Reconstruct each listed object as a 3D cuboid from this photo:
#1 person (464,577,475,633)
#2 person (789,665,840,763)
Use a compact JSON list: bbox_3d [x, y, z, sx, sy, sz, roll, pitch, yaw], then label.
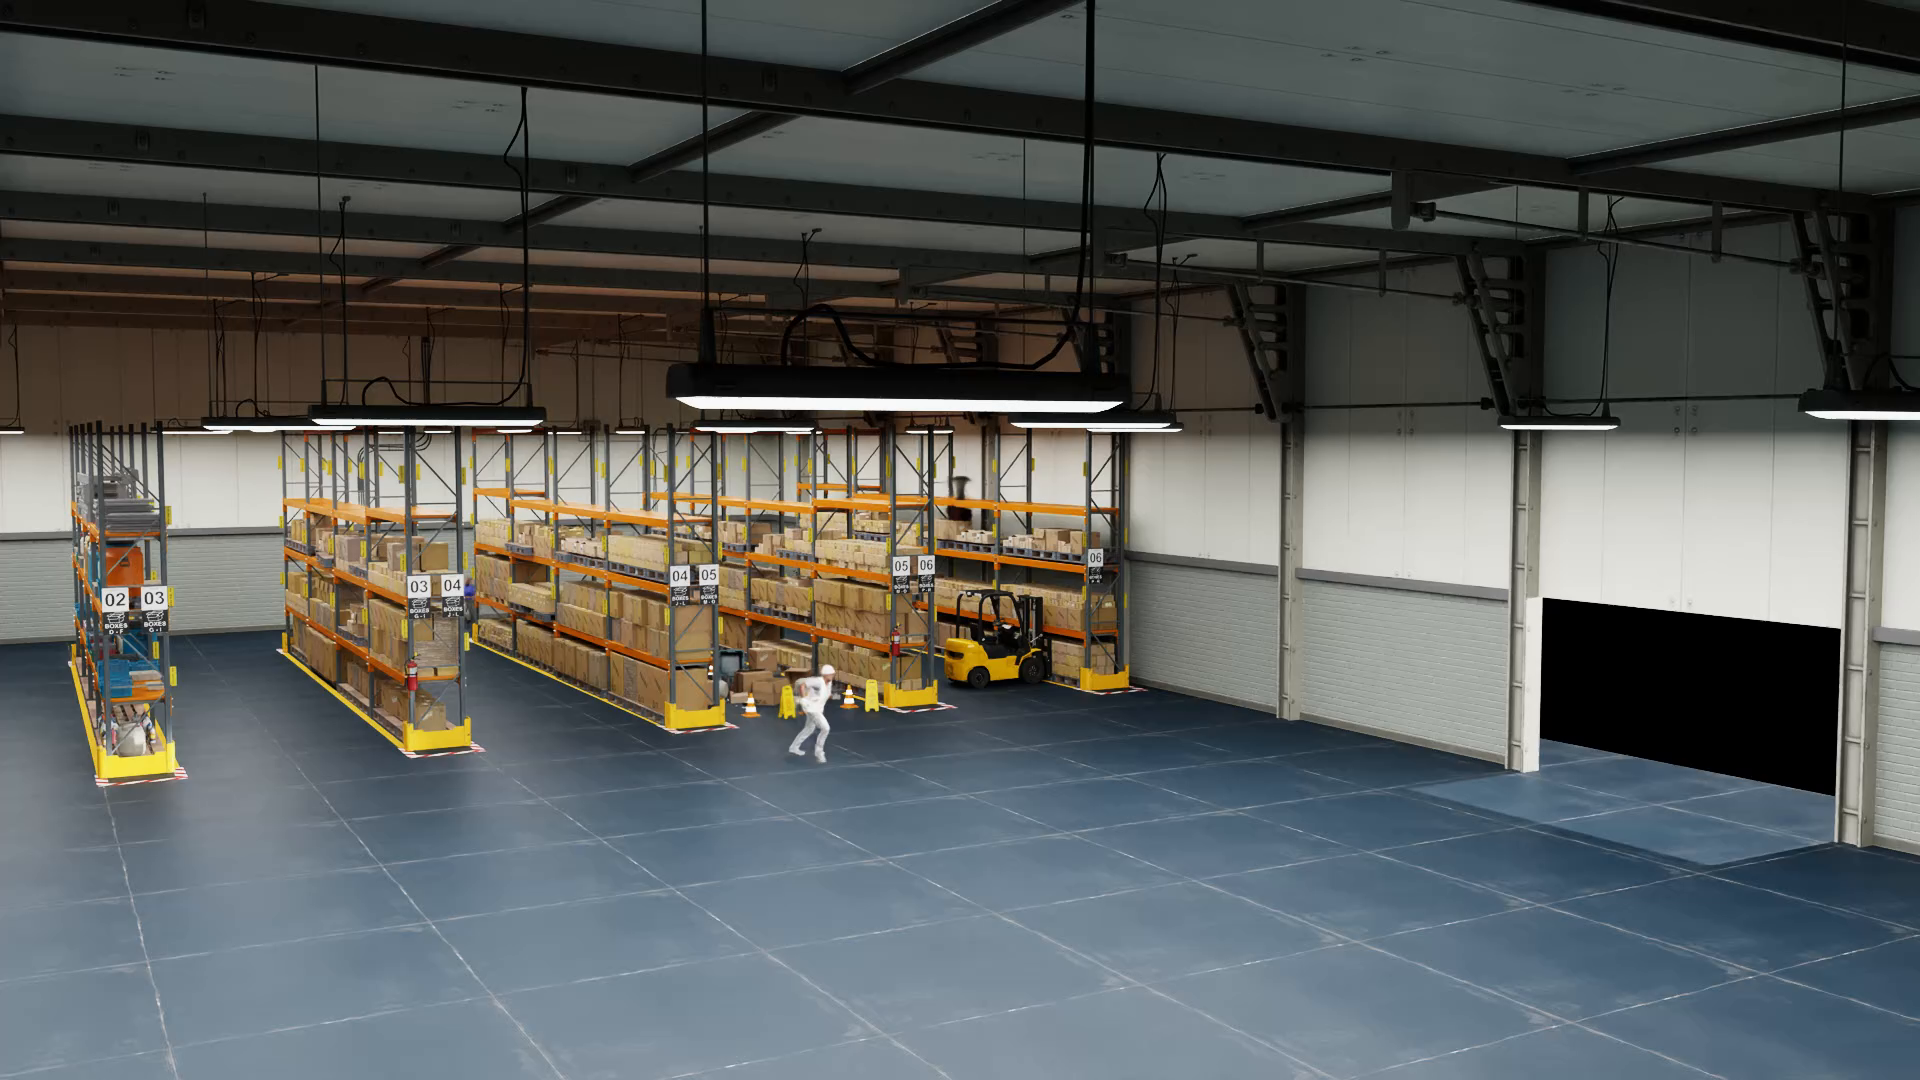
[{"bbox_3d":[-14.300,1.943,48.353,0.558,1.662,0.830,0,4,4],"label":"person"},{"bbox_3d":[-2.591,3.075,29.407,0.967,1.762,0.717,1,4,19],"label":"person"}]
